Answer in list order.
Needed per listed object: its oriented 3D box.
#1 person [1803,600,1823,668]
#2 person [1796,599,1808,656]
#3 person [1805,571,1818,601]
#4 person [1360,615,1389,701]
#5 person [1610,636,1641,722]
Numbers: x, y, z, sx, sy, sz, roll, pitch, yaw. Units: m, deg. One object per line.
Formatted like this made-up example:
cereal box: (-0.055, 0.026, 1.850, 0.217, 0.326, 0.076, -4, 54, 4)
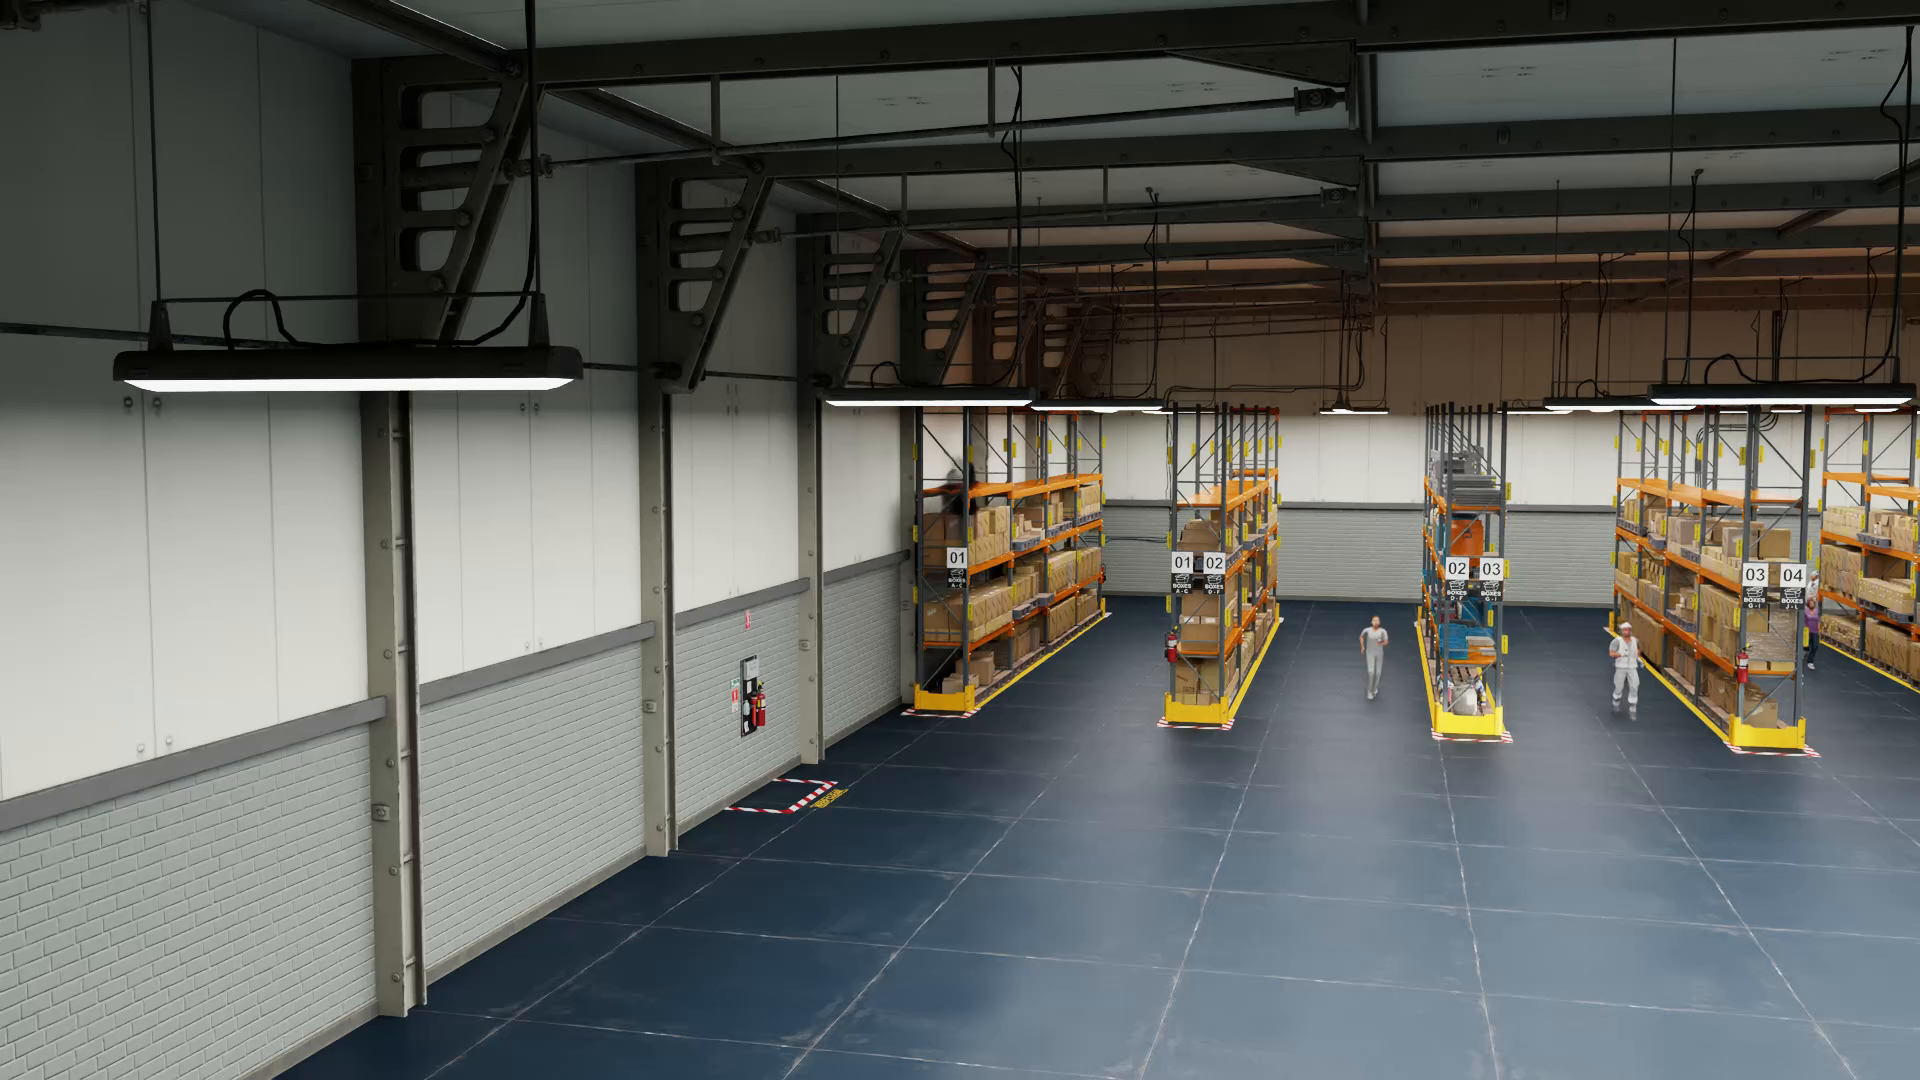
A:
person: (19.501, 2.140, 38.145, 0.536, 1.563, 0.576, 0, 4, 6)
person: (20.265, 2.063, 40.233, 0.532, 1.400, 0.797, 1, 4, 11)
person: (22.611, 1.236, 44.085, 0.381, 0.808, 0.597, -1, 4, -8)
person: (8.442, 2.383, 33.874, 0.535, 1.726, 0.765, 0, 4, 7)
person: (12.646, 2.594, 31.571, 0.616, 1.554, 0.942, 1, 4, 7)
